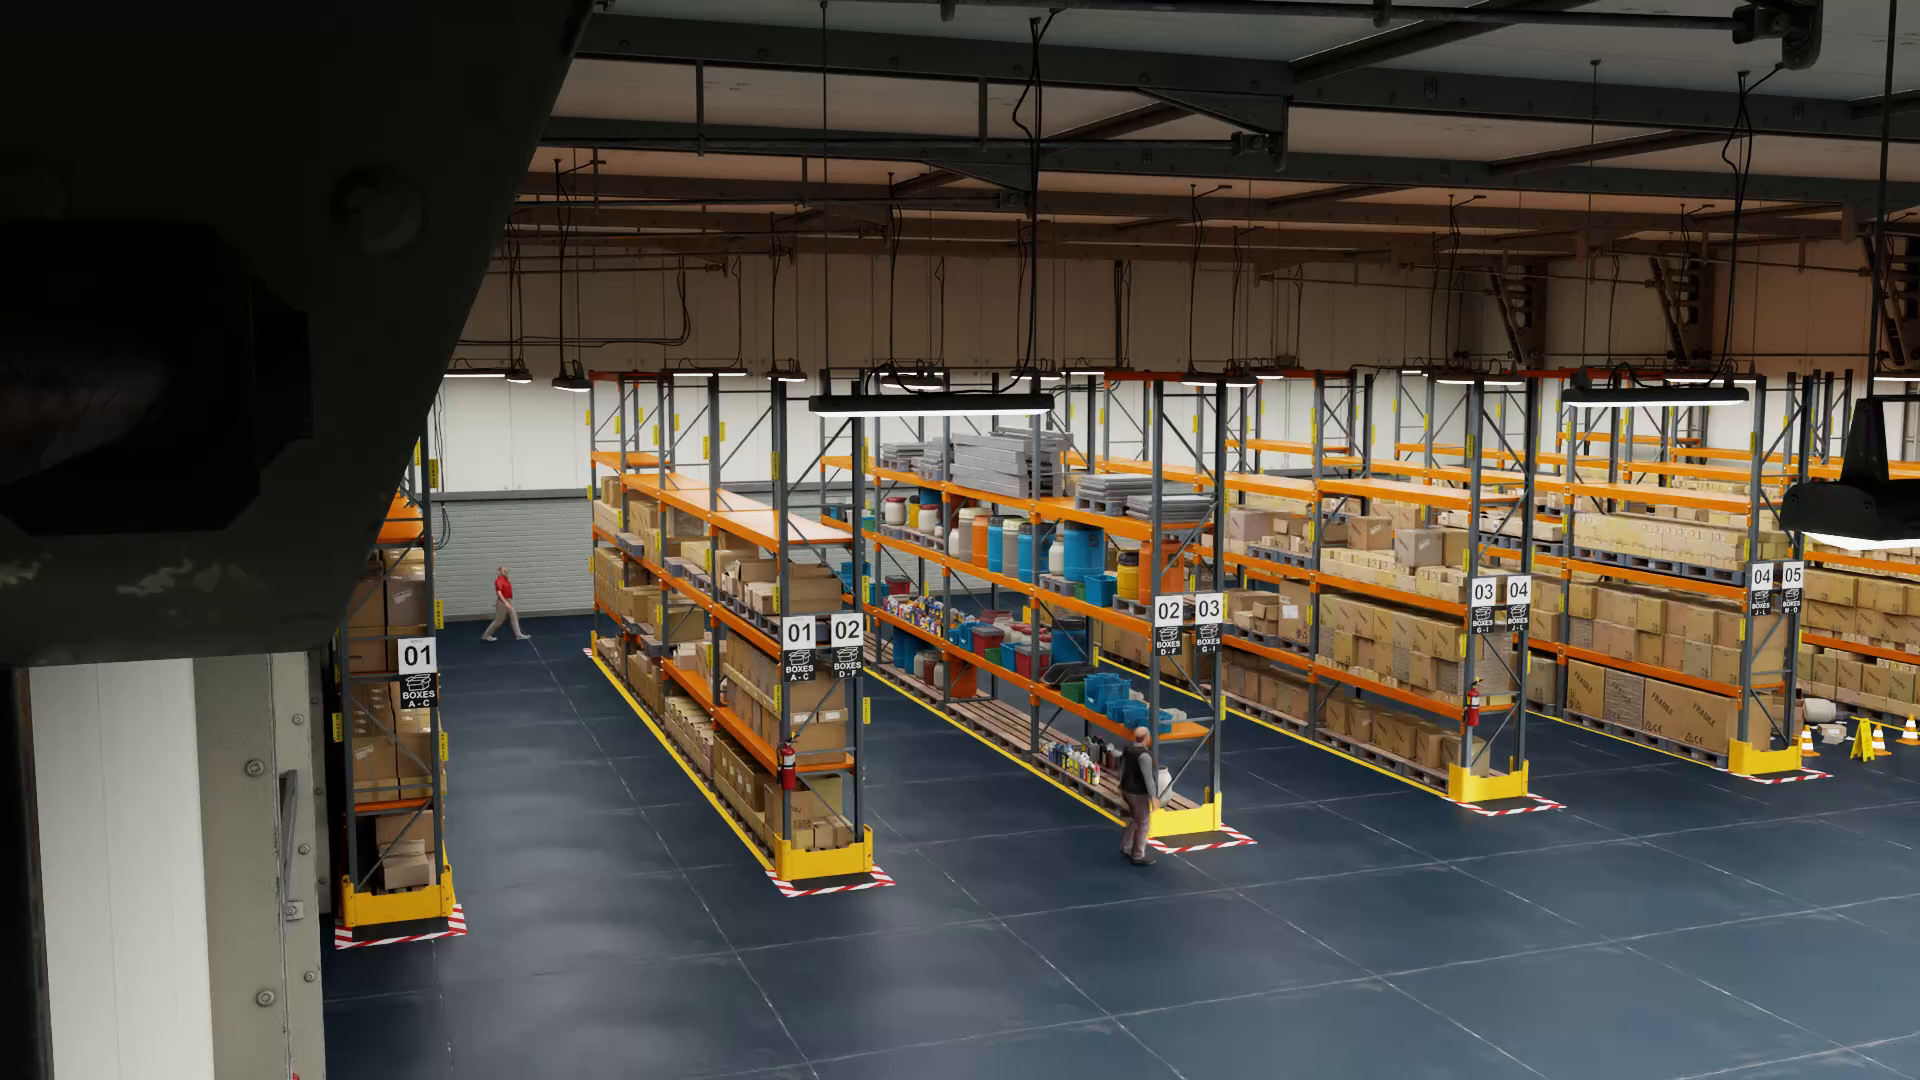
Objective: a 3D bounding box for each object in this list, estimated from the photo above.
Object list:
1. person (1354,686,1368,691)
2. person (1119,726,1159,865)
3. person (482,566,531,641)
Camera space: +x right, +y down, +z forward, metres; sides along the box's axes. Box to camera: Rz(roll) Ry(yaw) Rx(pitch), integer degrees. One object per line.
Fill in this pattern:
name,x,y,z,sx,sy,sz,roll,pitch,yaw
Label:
person,7.686,2.079,31.516,0.401,1.522,0.338,6,9,43
person,2.228,3.194,20.741,0.386,1.756,0.651,-3,7,-22
person,-10.025,1.407,36.685,1.017,1.683,0.662,-1,6,-6
